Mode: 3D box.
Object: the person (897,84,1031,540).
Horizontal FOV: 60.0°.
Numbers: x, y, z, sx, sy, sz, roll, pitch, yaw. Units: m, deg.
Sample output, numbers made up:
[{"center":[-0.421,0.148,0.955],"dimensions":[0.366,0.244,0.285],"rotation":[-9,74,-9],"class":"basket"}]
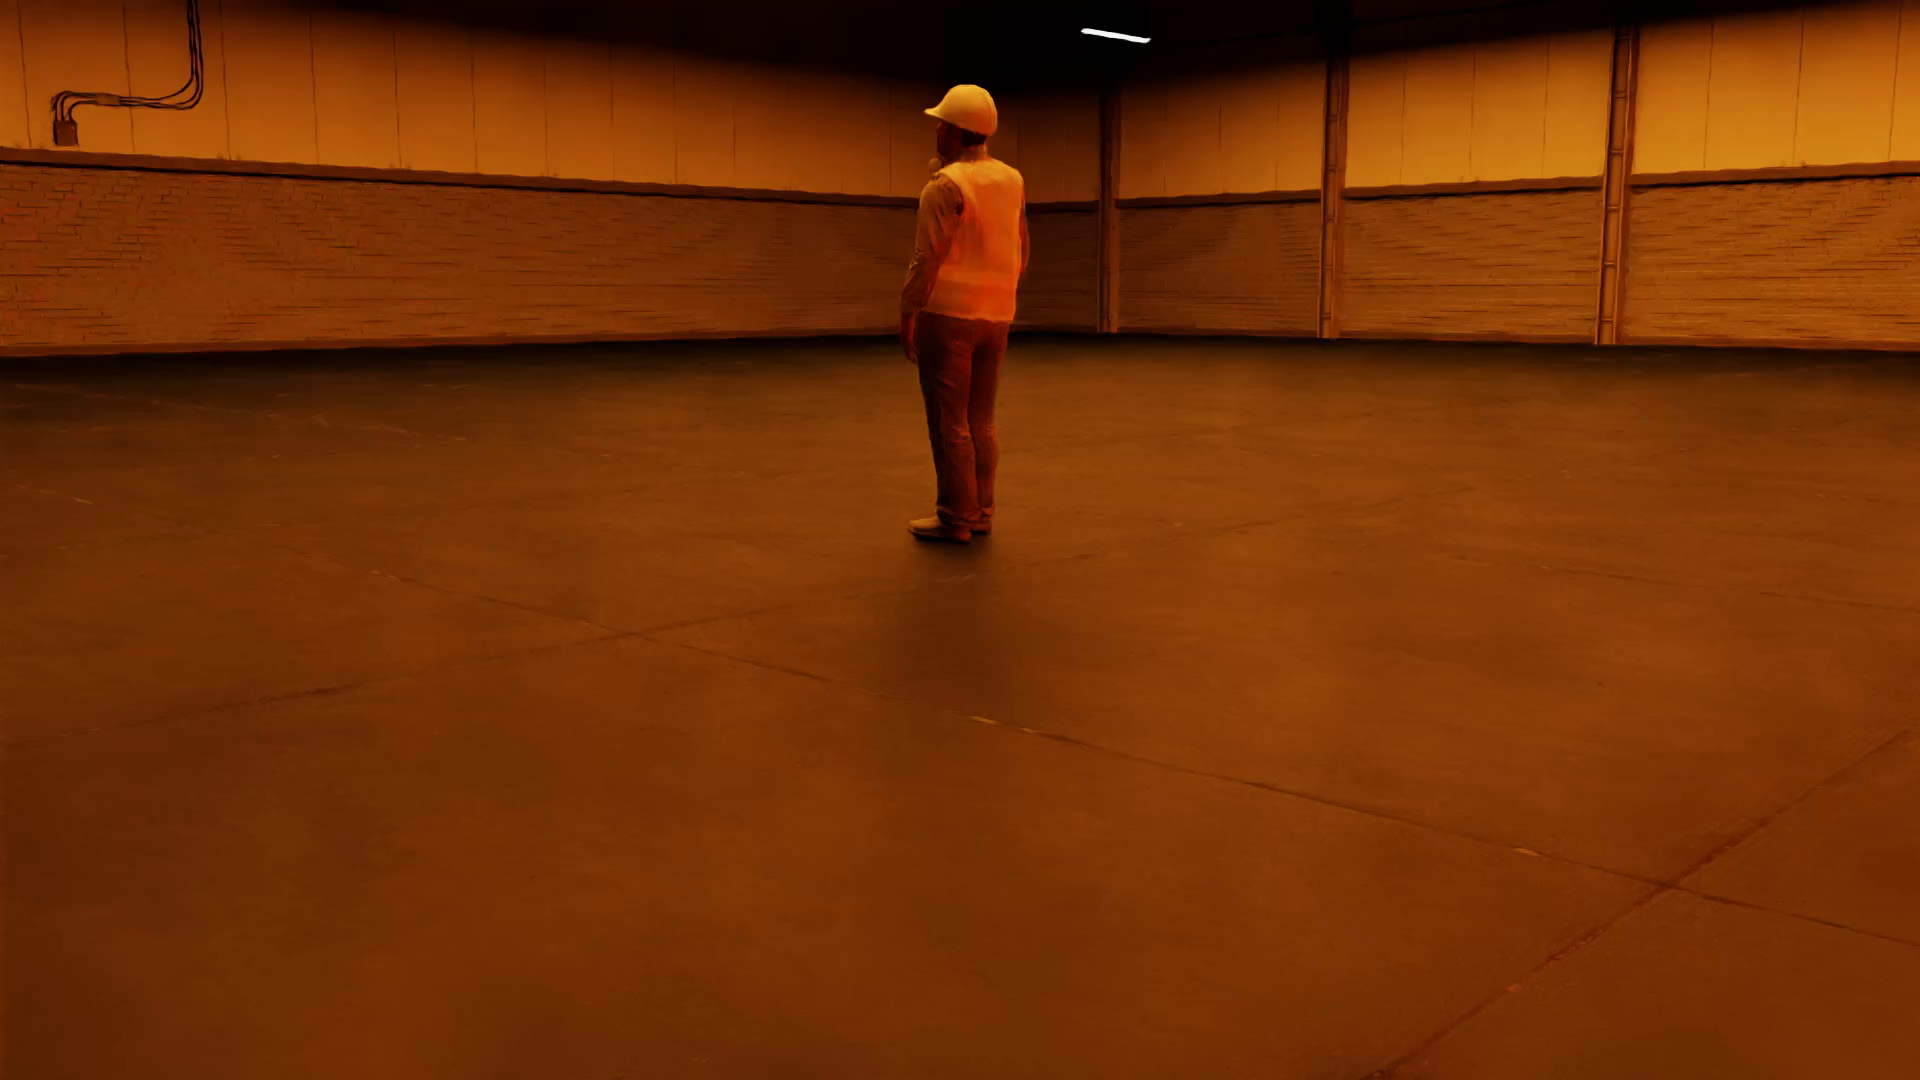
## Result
[{"center":[-0.039,-0.892,6.633],"dimensions":[0.567,1.773,0.632],"rotation":[8,12,43],"class":"person"}]
